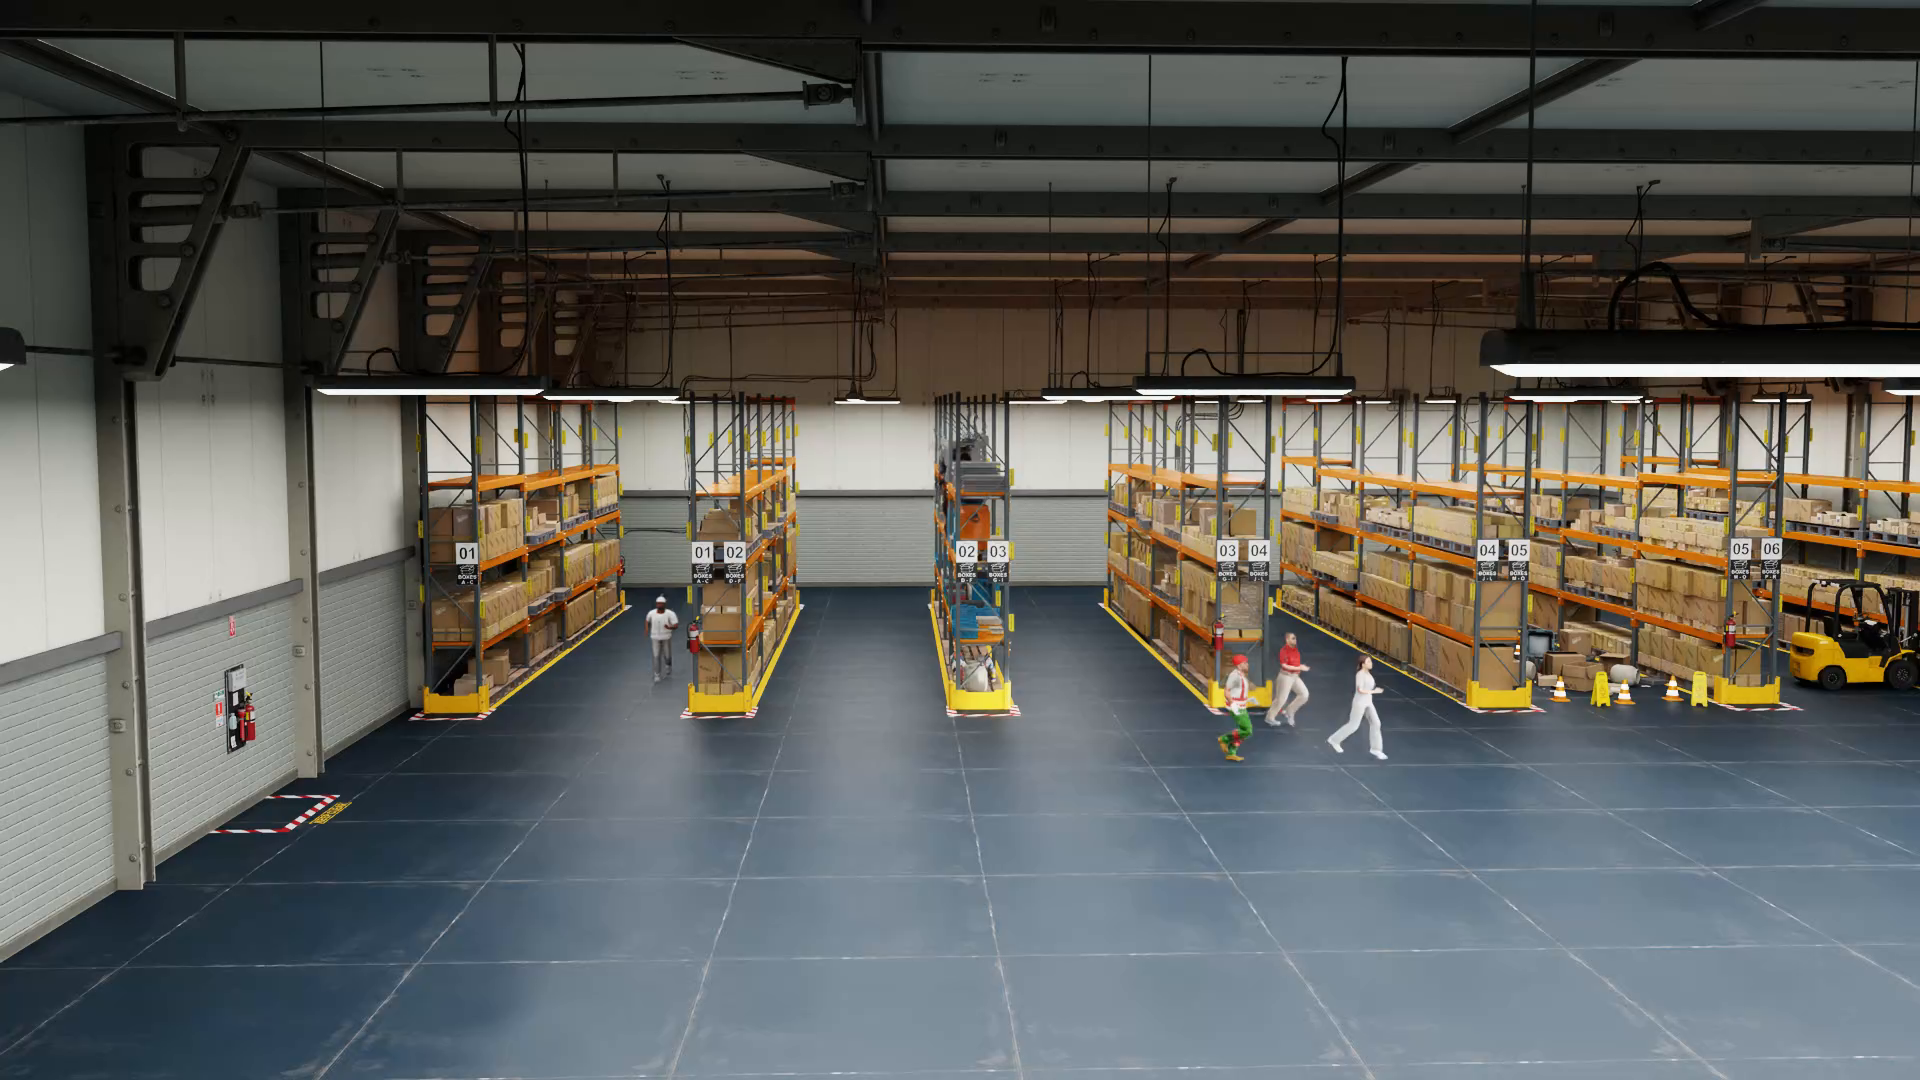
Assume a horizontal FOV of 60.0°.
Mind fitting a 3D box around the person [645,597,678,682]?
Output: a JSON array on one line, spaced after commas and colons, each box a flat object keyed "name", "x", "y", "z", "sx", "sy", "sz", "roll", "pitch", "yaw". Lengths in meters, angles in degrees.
[{"name": "person", "x": -6.238, "y": 2.051, "z": 34.719, "sx": 0.710, "sy": 1.747, "sz": 0.968, "roll": 0, "pitch": 5, "yaw": -2}]

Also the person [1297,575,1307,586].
[{"name": "person", "x": 10.163, "y": 0.953, "z": 49.111, "sx": 0.653, "sy": 1.686, "sz": 0.588, "roll": -1, "pitch": 5, "yaw": -13}]

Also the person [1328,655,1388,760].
[{"name": "person", "x": 6.529, "y": 2.710, "z": 27.182, "sx": 0.955, "sy": 1.695, "sz": 0.575, "roll": 3, "pitch": 6, "yaw": 34}]

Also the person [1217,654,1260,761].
[{"name": "person", "x": 4.499, "y": 2.710, "z": 26.861, "sx": 0.634, "sy": 1.733, "sz": 0.659, "roll": 2, "pitch": 5, "yaw": 21}]

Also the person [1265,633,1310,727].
[{"name": "person", "x": 5.889, "y": 2.490, "z": 29.657, "sx": 0.859, "sy": 1.705, "sz": 0.679, "roll": 4, "pitch": 6, "yaw": 43}]
